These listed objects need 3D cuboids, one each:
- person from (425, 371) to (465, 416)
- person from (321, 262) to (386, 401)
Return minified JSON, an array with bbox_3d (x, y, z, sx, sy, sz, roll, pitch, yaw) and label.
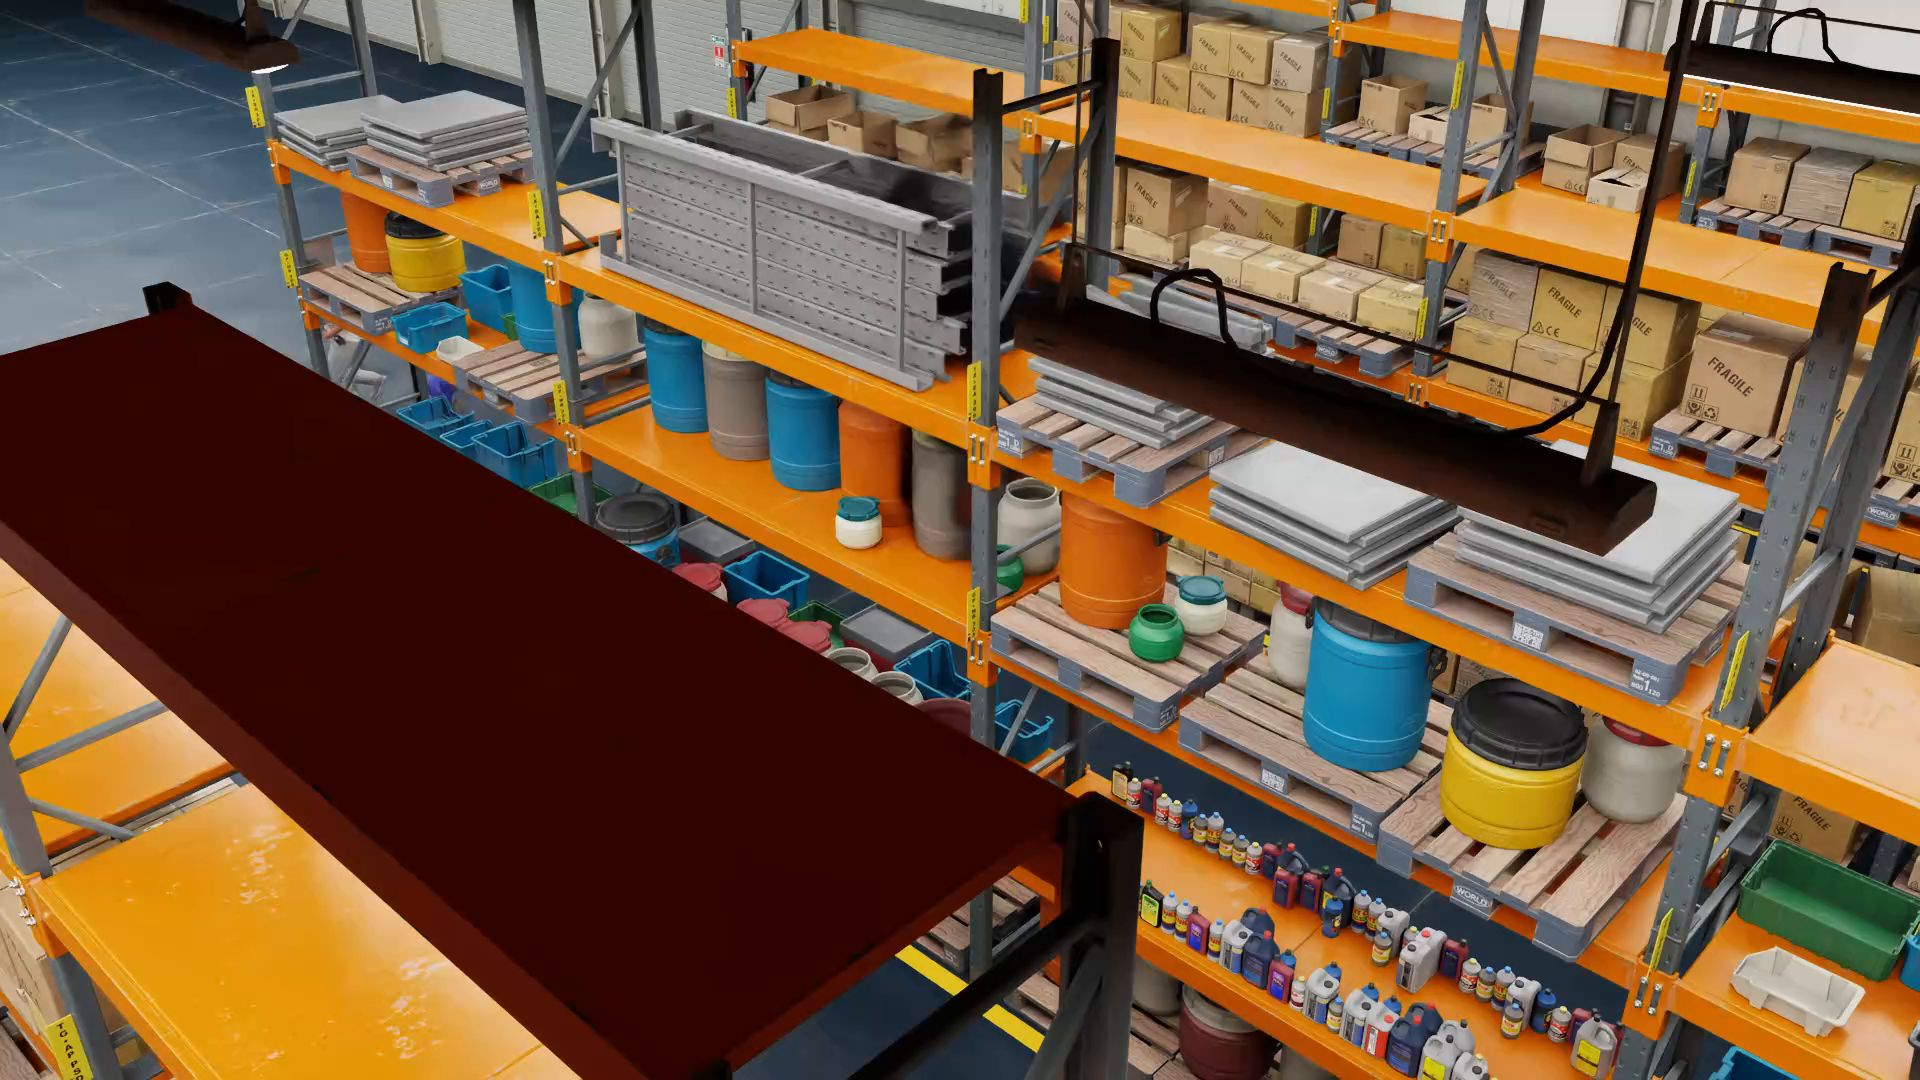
[{"bbox_3d":[-5.152,-1.239,16.845,0.533,1.596,0.574,4,30,7],"label":"person"},{"bbox_3d":[-6.823,-2.267,18.506,0.591,1.766,0.658,-6,30,-10],"label":"person"}]
